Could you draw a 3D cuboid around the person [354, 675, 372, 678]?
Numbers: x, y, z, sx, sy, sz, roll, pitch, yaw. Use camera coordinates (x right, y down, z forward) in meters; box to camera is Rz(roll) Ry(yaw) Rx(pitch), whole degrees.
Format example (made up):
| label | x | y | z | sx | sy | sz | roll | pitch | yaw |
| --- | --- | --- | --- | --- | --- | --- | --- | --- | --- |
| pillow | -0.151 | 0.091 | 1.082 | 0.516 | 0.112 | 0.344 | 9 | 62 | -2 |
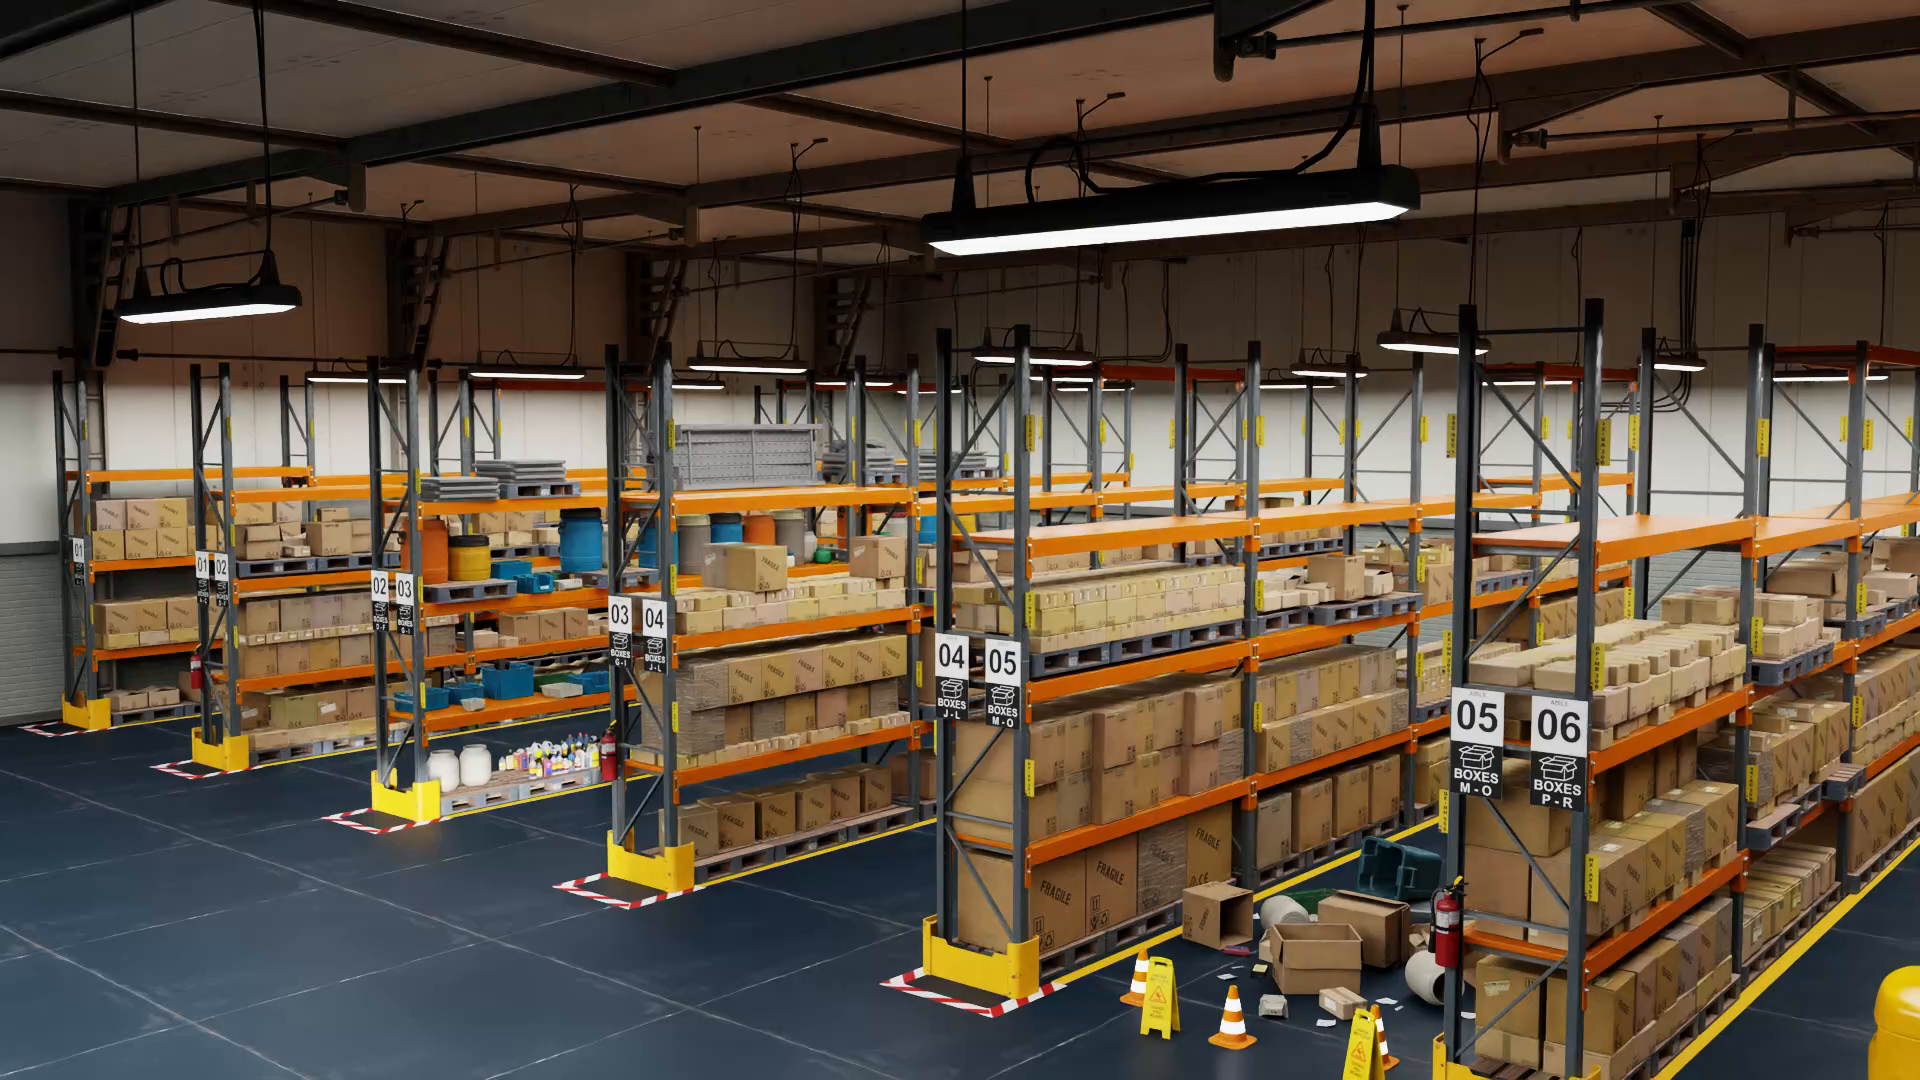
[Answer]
| label | x | y | z | sx | sy | sz | roll | pitch | yaw |
| --- | --- | --- | --- | --- | --- | --- | --- | --- | --- |
| person | -10.465 | 2.243 | 29.172 | 0.472 | 1.661 | 0.762 | 1 | 4 | 17 |
